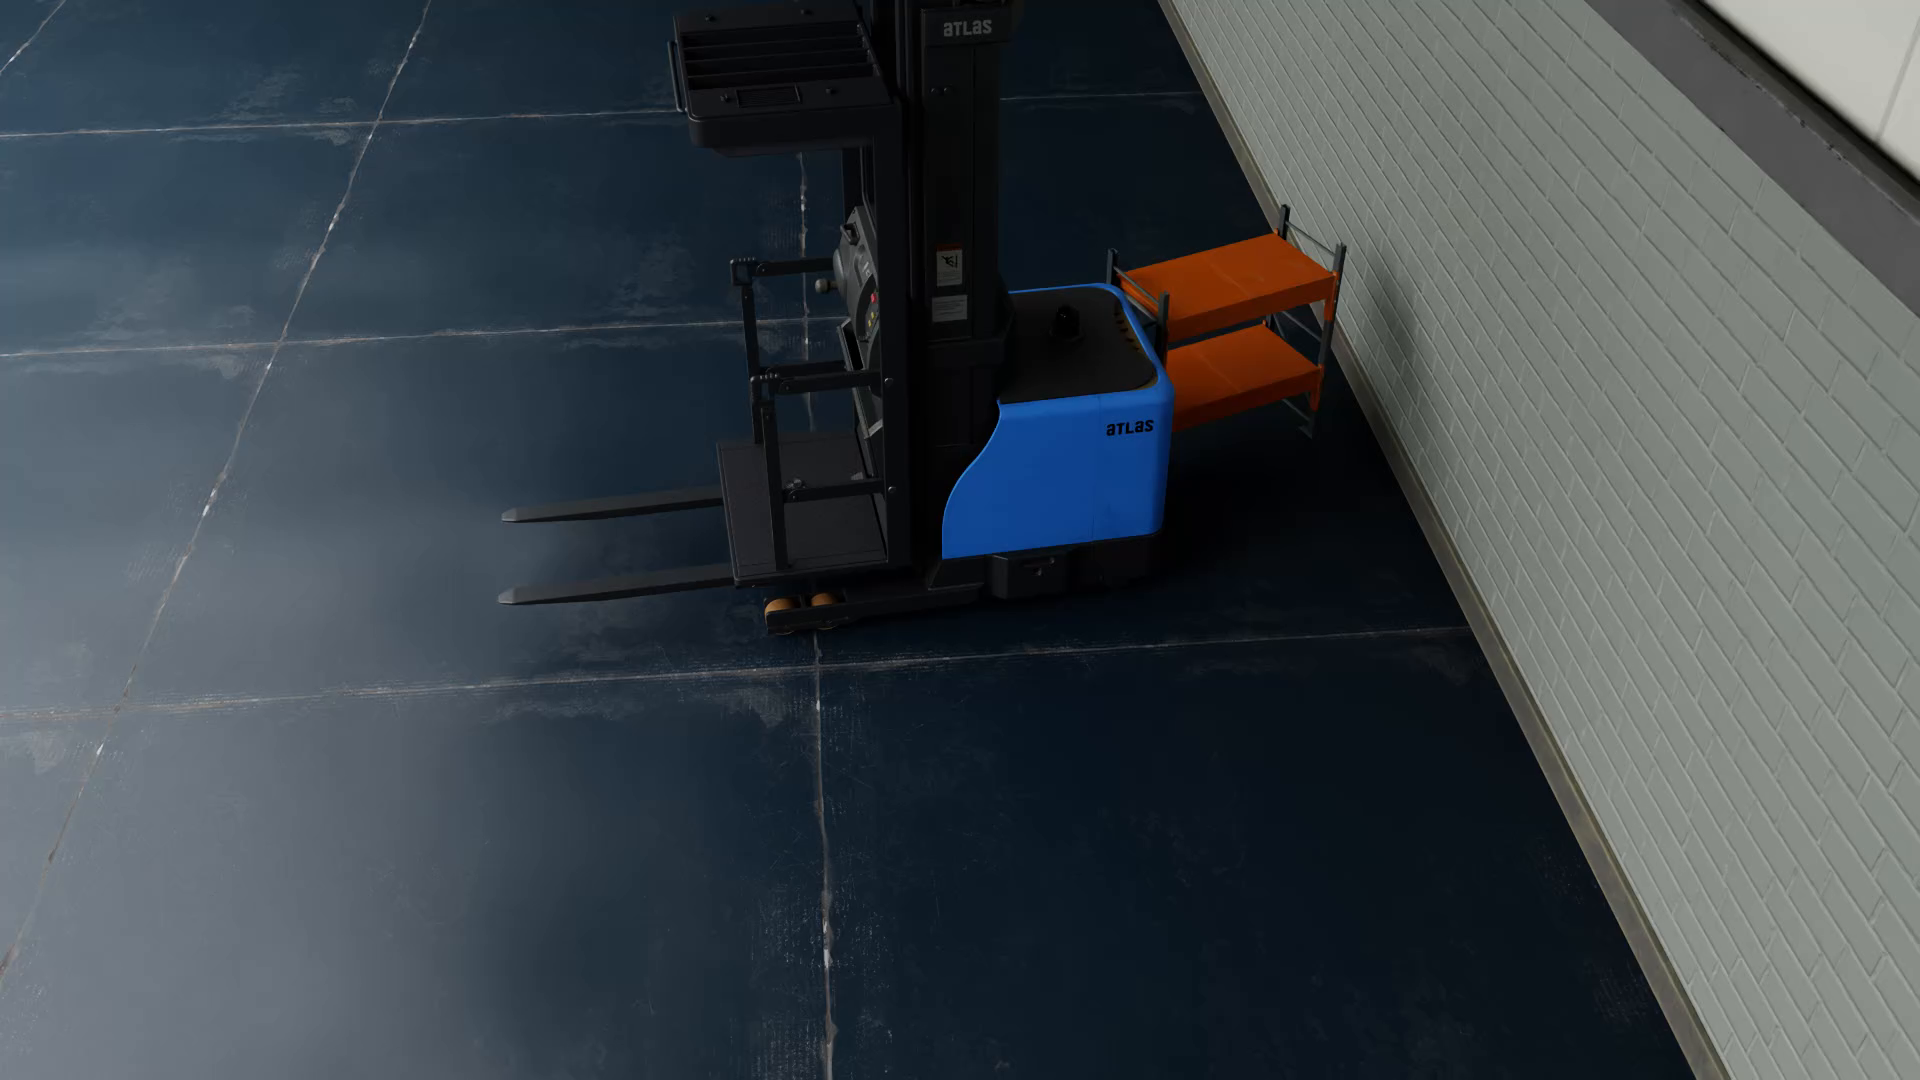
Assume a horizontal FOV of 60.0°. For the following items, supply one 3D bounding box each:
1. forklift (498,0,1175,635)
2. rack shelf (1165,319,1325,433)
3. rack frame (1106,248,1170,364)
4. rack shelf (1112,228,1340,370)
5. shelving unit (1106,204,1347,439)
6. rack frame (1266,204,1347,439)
[{"bbox_3d":[-0.619,-1.077,7.071,3.031,2.935,1.130,-7,39,-9],"label":"forklift"},{"bbox_3d":[1.296,-0.781,8.548,1.000,0.278,0.538,-18,42,-21],"label":"rack shelf"},{"bbox_3d":[0.844,-0.829,8.214,0.032,1.125,0.500,-18,42,-21],"label":"rack frame"},{"bbox_3d":[1.296,-1.203,8.215,1.000,0.278,0.538,-18,42,-21],"label":"rack shelf"},{"bbox_3d":[1.296,-0.973,8.397,1.048,1.125,0.538,-18,42,-21],"label":"shelving unit"},{"bbox_3d":[1.748,-1.117,8.579,0.032,1.125,0.500,-18,42,-21],"label":"rack frame"}]
